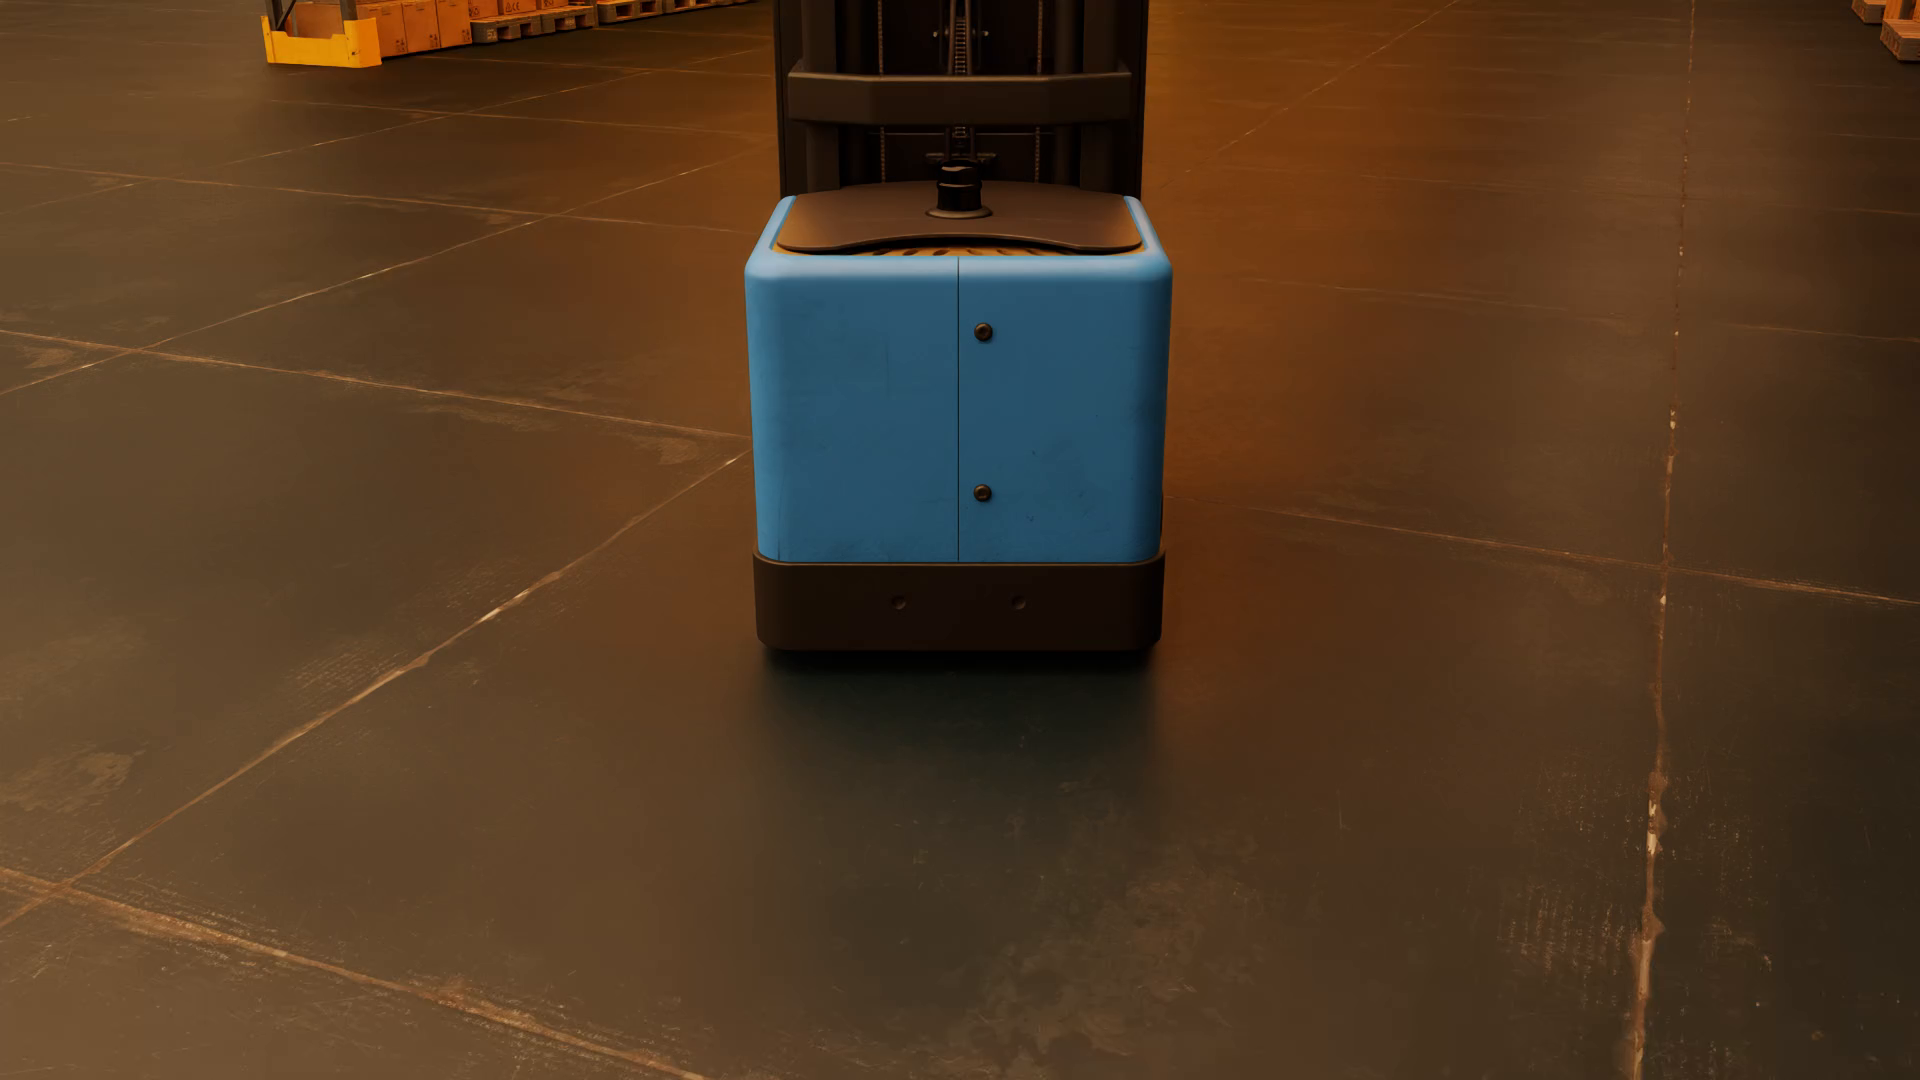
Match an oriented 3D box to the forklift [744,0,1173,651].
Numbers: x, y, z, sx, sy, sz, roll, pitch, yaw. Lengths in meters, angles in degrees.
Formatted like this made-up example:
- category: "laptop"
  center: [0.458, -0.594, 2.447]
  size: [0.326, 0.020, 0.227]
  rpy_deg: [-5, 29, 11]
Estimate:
- category: "forklift"
  center: [0.002, -1.587, 5.089]
  size: [1.130, 2.935, 3.031]
  rpy_deg: [0, 23, 0]
